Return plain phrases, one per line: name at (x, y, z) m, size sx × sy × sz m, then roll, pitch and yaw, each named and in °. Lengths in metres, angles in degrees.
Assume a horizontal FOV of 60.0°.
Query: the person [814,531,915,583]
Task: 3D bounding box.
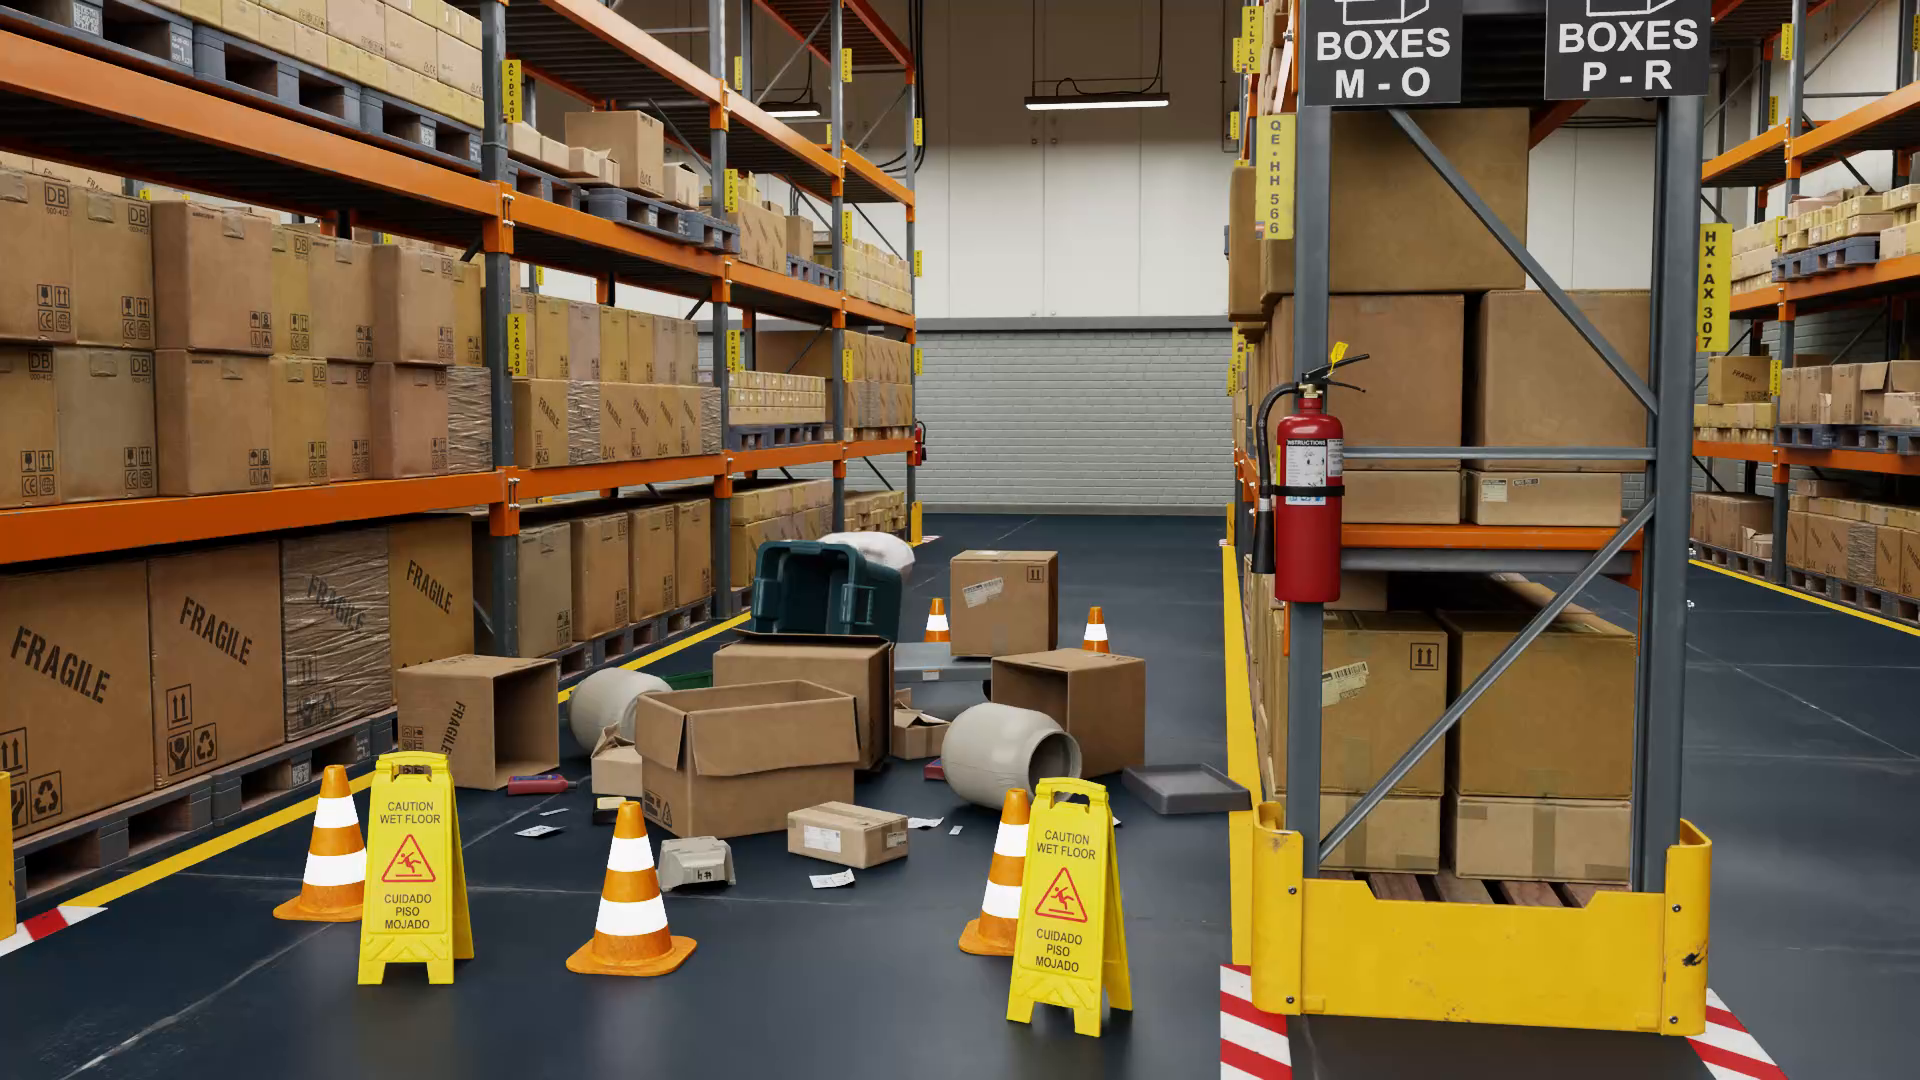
person at (-0.790, 0.358, 11.332) m, size 0.966 × 0.831 × 0.519 m, roll 1°, pitch 4°, yaw 7°
